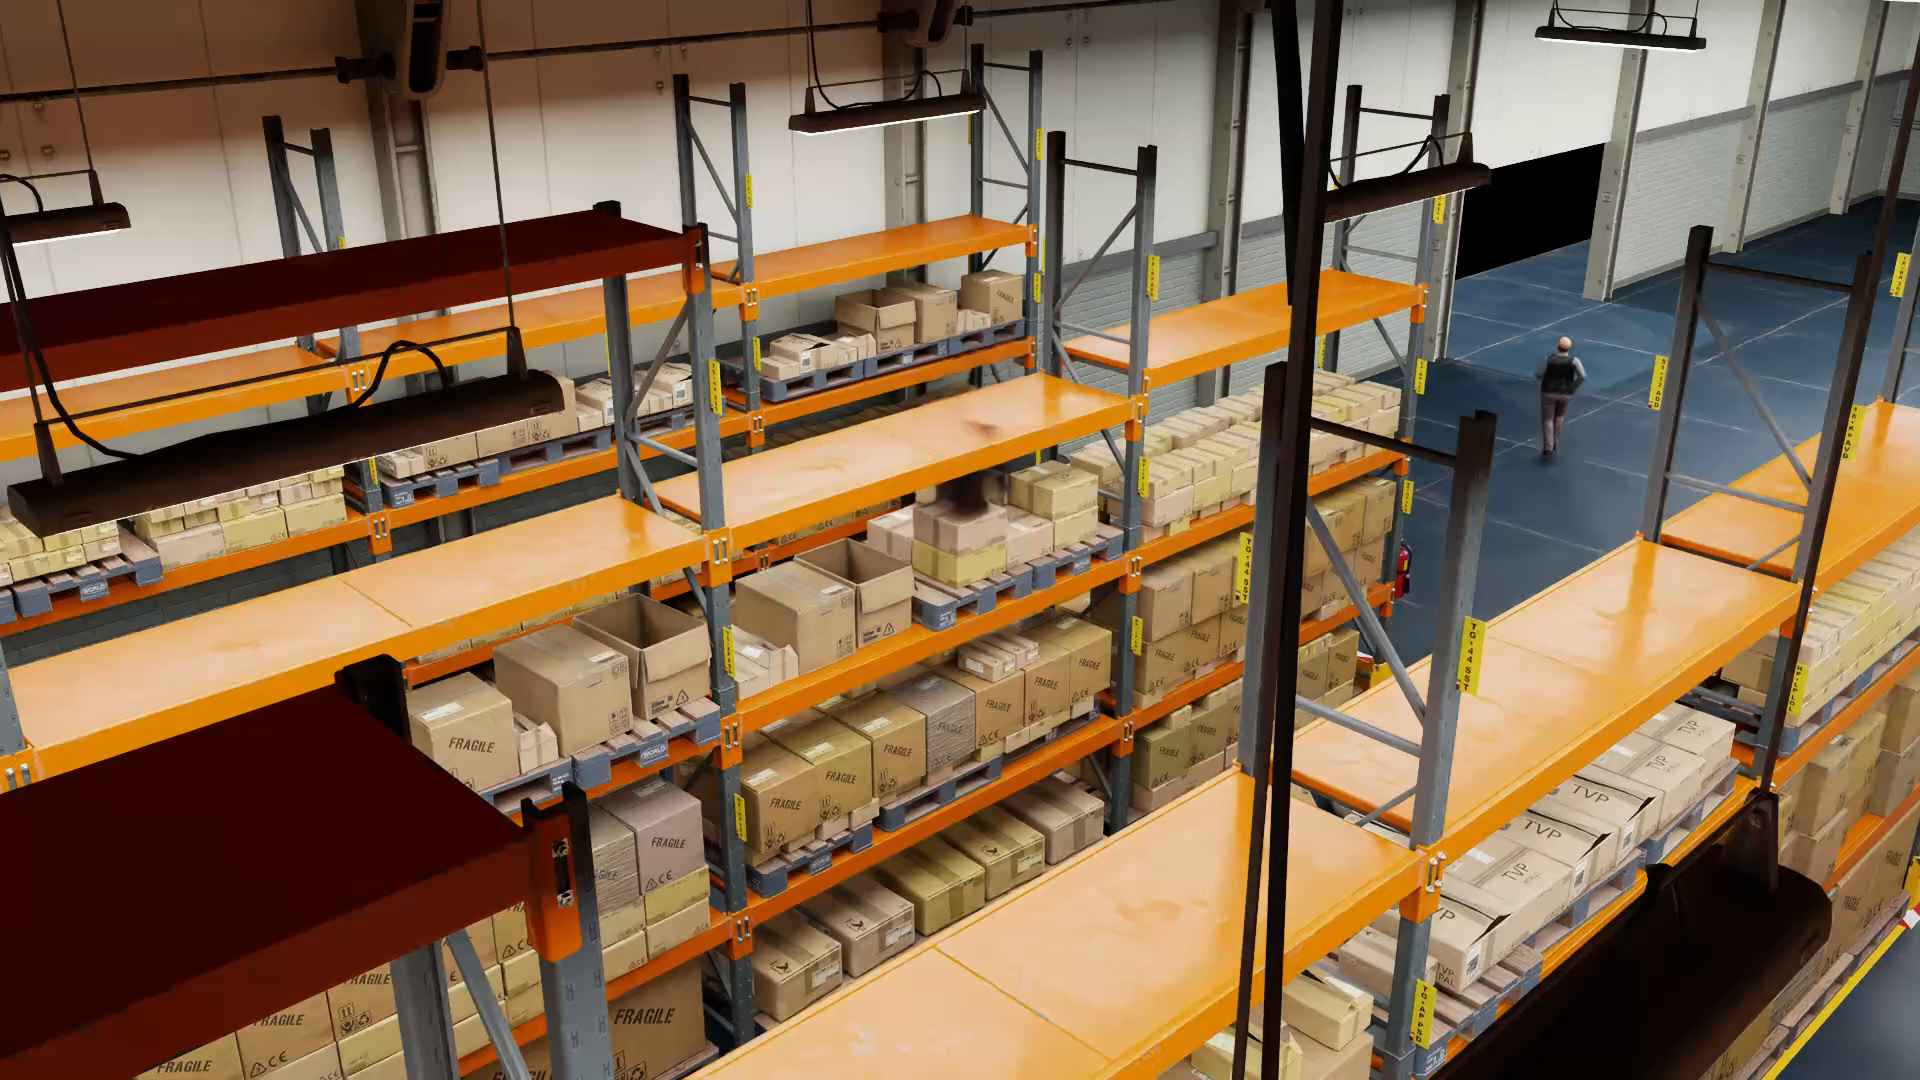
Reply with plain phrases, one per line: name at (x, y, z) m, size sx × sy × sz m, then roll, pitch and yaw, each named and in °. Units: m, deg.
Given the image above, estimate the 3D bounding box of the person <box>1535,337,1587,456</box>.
person at (8.399, -1.961, 23.436) m, size 0.643 × 1.696 × 0.747 m, roll 4°, pitch 23°, yaw 8°
